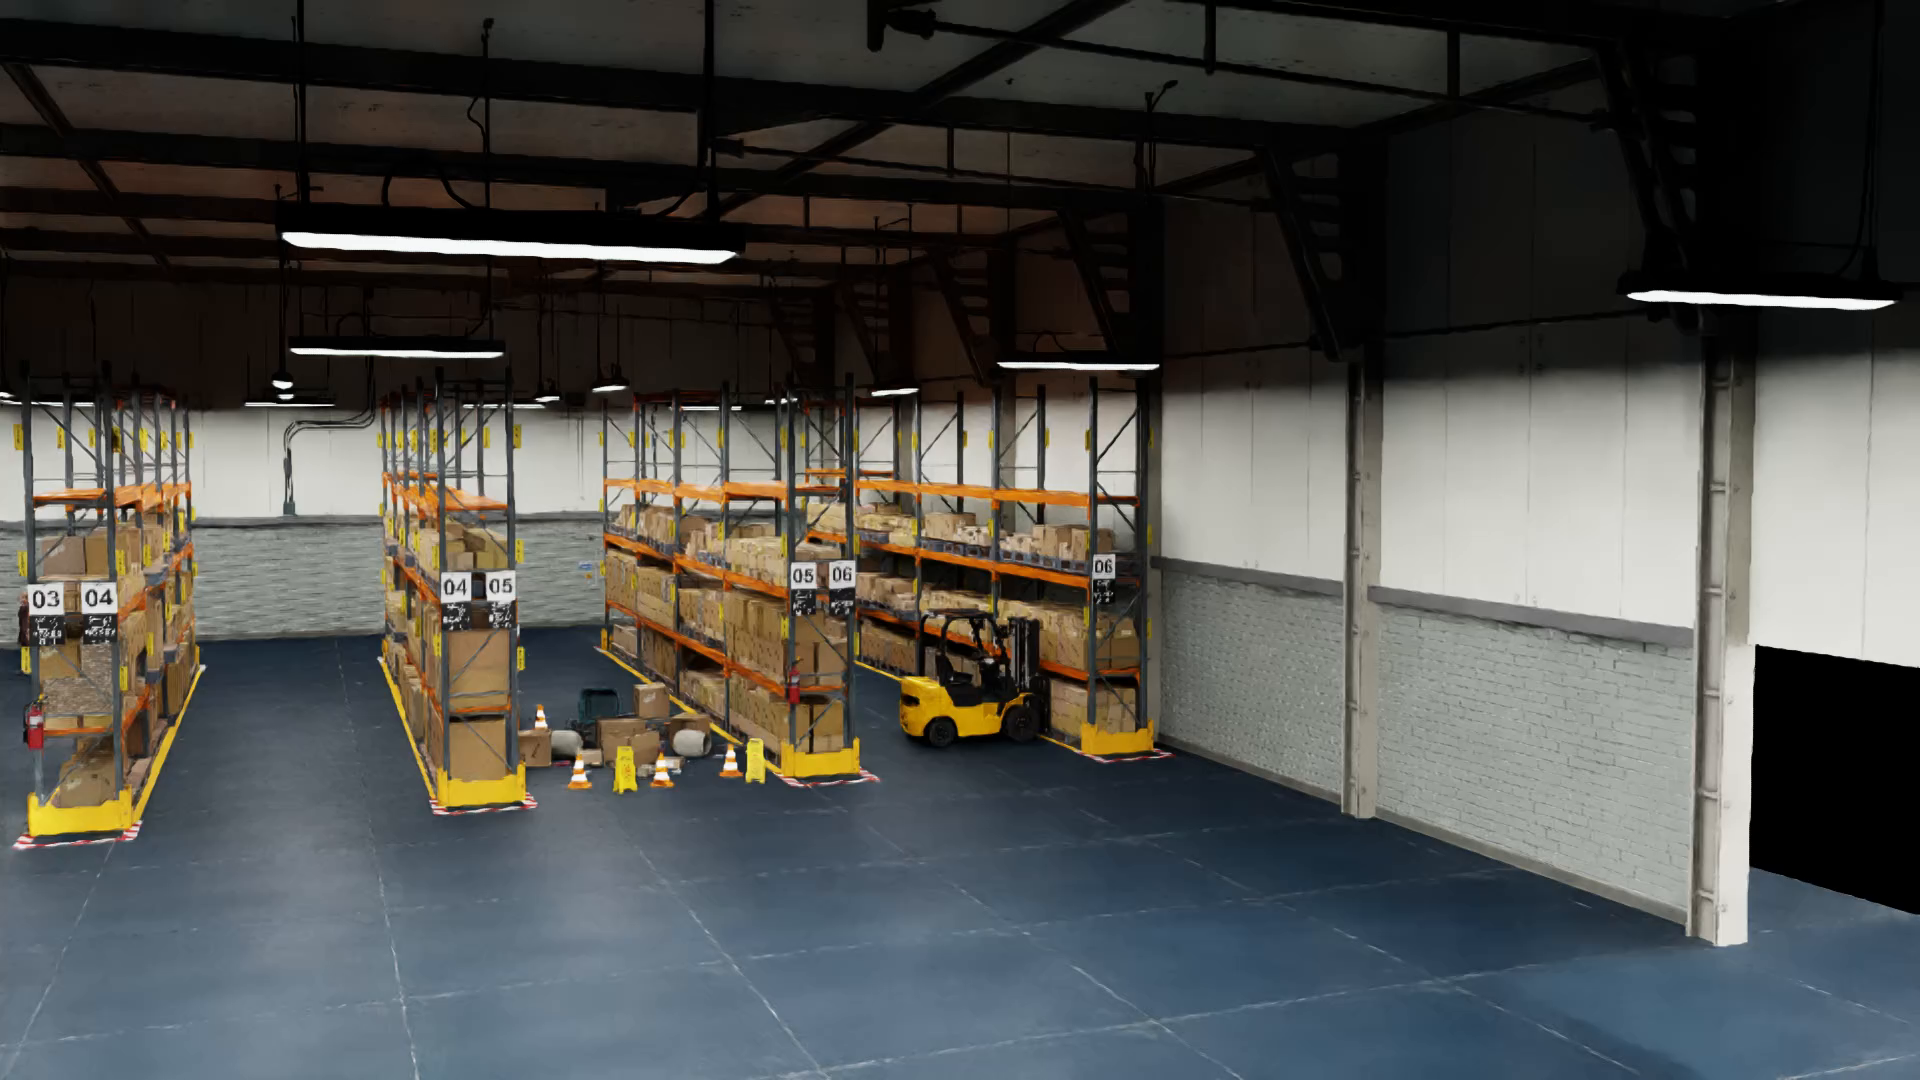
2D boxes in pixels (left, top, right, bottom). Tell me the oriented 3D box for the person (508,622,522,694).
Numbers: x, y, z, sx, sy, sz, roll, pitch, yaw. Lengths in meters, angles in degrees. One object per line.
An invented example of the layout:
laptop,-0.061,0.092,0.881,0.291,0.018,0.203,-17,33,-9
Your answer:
person,-8.863,2.127,32.830,0.623,1.768,0.452,3,4,37

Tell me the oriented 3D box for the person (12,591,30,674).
person,-19.884,1.979,35.504,0.586,1.778,0.694,-3,4,-38
